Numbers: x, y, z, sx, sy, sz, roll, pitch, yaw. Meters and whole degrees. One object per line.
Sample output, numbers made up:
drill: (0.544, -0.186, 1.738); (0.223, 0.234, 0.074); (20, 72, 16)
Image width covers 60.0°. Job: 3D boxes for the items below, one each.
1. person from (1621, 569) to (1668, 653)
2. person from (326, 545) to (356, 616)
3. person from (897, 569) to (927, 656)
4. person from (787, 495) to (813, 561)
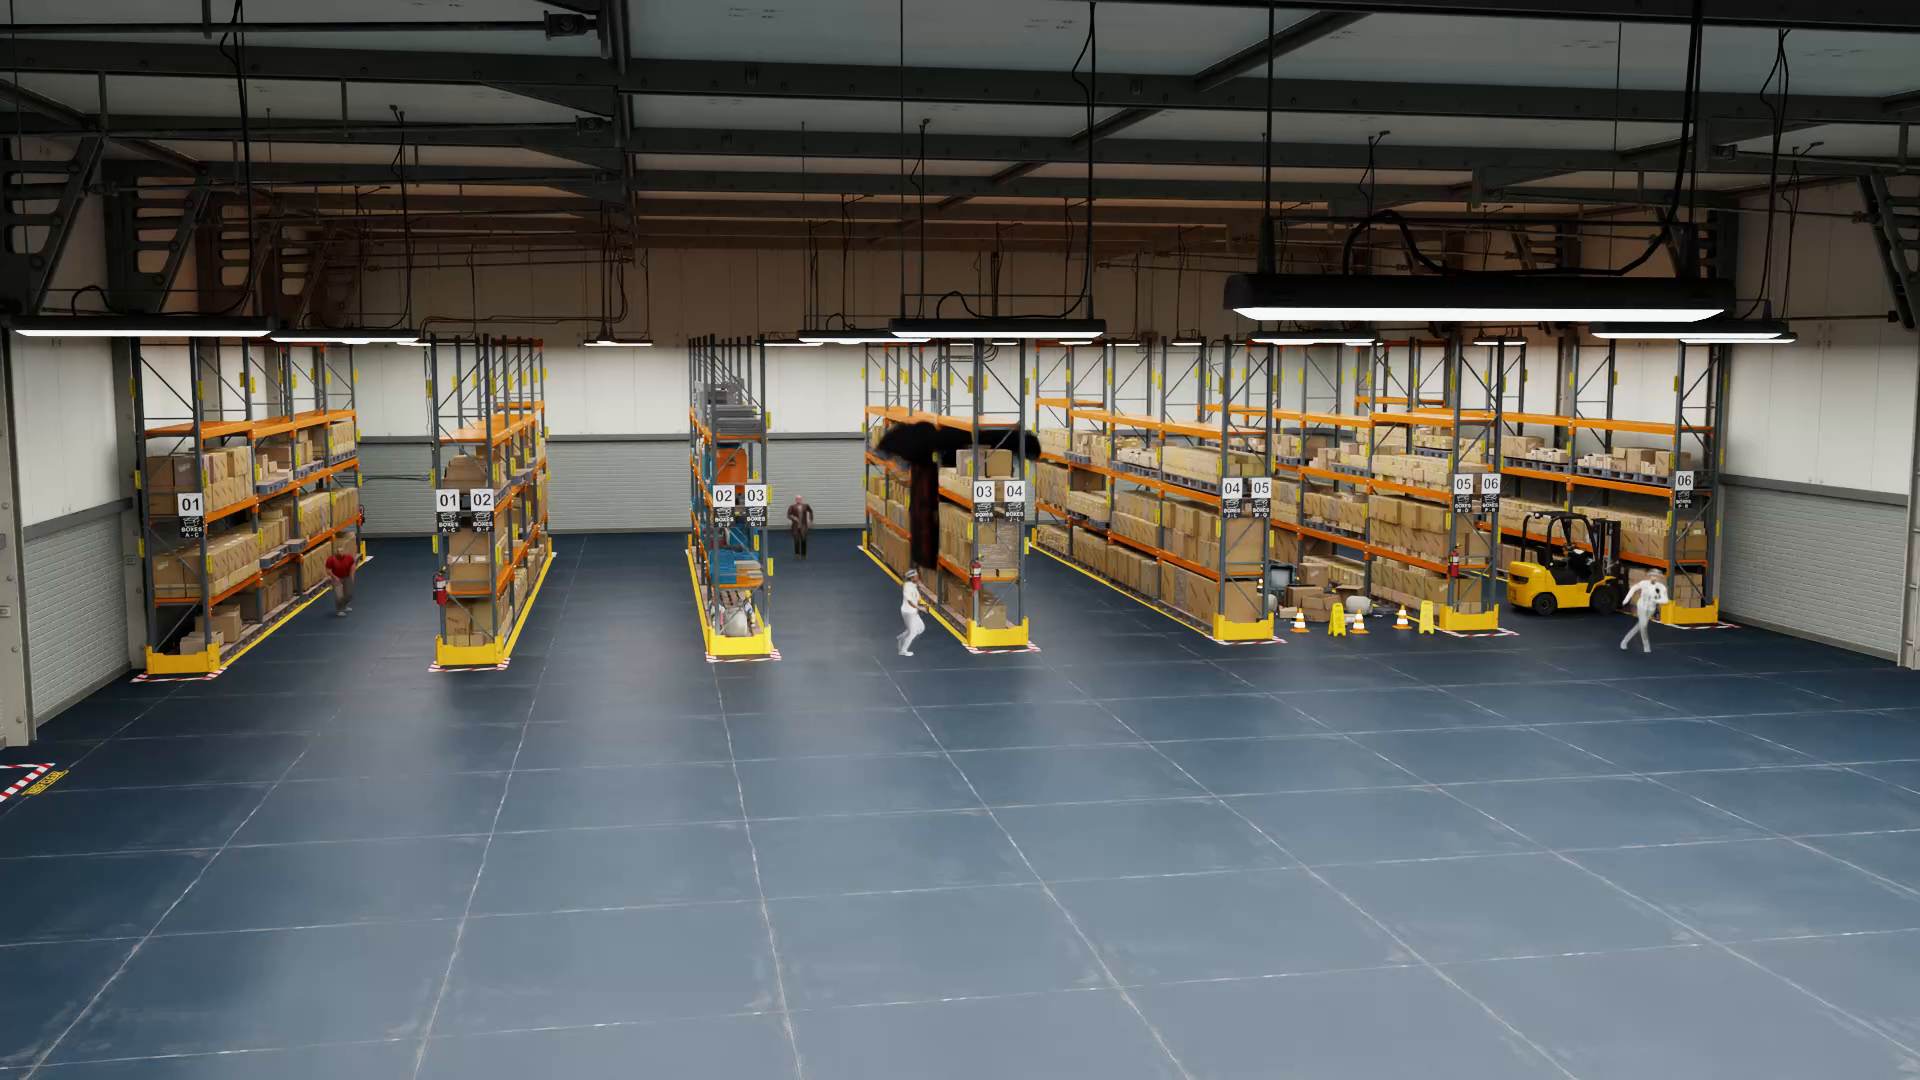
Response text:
person: (12.953, 1.313, 31.459); (0.734, 1.592, 0.673); (1, 7, 4)
person: (-13.314, 0.856, 35.731); (0.667, 1.566, 0.886); (-6, 9, -40)
person: (-0.883, 1.345, 31.167); (0.572, 1.643, 0.558); (0, 7, 1)
person: (-4.339, -0.306, 45.150); (0.727, 1.856, 0.819); (-1, 7, -7)
